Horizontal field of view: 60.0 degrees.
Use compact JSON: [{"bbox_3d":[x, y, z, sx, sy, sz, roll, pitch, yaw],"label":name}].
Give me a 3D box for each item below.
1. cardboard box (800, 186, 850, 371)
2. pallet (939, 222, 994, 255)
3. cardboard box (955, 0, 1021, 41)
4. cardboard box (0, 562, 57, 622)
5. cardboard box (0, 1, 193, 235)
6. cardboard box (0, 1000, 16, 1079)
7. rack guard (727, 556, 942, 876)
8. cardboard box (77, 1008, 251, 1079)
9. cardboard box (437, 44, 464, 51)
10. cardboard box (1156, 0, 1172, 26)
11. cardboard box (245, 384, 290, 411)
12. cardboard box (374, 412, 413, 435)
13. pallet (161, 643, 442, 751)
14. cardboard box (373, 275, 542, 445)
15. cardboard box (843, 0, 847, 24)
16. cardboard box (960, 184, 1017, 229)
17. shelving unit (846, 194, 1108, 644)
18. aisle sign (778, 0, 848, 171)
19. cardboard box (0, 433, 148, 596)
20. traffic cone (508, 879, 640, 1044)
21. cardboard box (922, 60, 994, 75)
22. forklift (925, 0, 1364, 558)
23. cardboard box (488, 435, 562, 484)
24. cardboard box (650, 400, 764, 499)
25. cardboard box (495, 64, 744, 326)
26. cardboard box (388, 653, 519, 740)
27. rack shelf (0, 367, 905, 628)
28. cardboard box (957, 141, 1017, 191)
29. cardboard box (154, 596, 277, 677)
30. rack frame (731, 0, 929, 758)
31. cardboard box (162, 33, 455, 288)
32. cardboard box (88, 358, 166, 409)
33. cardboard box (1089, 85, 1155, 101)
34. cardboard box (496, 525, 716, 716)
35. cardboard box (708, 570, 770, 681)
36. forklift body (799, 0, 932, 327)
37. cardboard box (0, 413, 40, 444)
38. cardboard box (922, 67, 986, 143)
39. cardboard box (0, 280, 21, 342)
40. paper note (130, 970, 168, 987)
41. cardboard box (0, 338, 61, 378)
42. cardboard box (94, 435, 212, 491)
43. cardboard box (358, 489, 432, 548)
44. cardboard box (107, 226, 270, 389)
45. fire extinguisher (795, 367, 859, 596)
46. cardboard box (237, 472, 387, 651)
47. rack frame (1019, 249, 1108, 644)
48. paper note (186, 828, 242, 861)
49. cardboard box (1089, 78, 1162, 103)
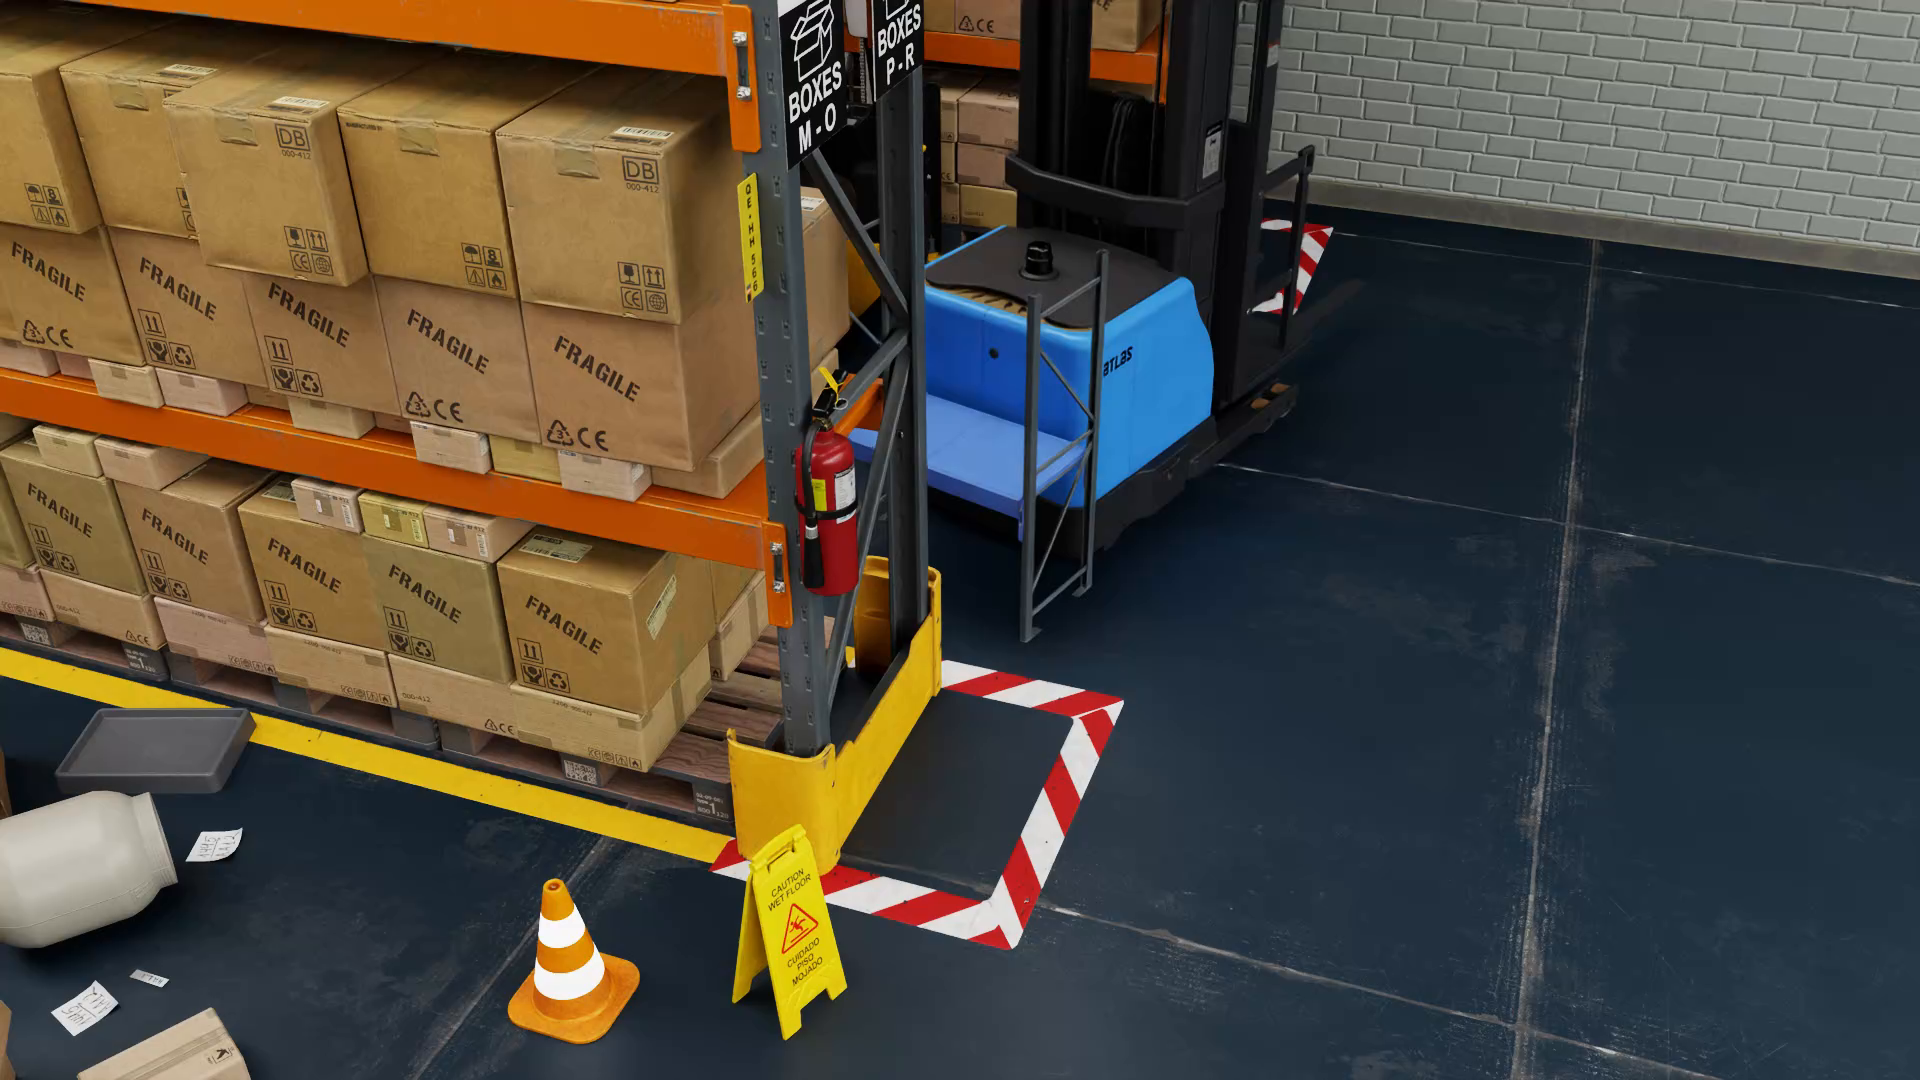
[{"bbox_3d":[-0.692,-0.843,5.423,0.500,0.500,0.500,10,34,16],"label":"cardboard box"},{"bbox_3d":[0.598,-1.930,10.044,1.213,0.211,1.003,11,34,16],"label":"pallet"},{"bbox_3d":[0.294,-3.080,9.163,0.500,0.500,0.500,12,35,18],"label":"cardboard box"},{"bbox_3d":[-3.641,0.045,6.562,0.500,0.250,0.500,9,34,14],"label":"cardboard box"},{"bbox_3d":[-2.827,-1.365,5.310,0.500,0.500,0.700,10,34,15],"label":"cardboard box"},{"bbox_3d":[-2.847,1.573,4.350,0.637,0.503,0.797,-11,35,-17],"label":"cardboard box"},{"bbox_3d":[-0.411,0.589,5.877,0.348,0.500,1.175,11,34,16],"label":"rack guard"},{"bbox_3d":[-2.254,1.542,4.725,0.380,0.149,0.250,-25,40,-33],"label":"cardboard box"},{"bbox_3d":[-2.929,-2.983,10.907,0.625,0.625,0.875,13,35,19],"label":"cardboard box"},{"bbox_3d":[0.959,-3.257,9.437,0.500,0.500,0.500,12,35,18],"label":"cardboard box"},{"bbox_3d":[-2.196,-0.591,5.631,0.250,0.149,0.380,11,34,16],"label":"cardboard box"},{"bbox_3d":[-1.720,-0.499,5.489,0.250,0.149,0.380,11,35,17],"label":"cardboard box"},{"bbox_3d":[-2.309,0.319,6.561,1.213,0.211,1.003,11,34,16],"label":"pallet"},{"bbox_3d":[-1.413,-0.667,5.151,0.500,0.500,0.500,11,34,17],"label":"cardboard box"},{"bbox_3d":[-0.665,-3.260,9.442,0.500,0.500,0.500,11,35,17],"label":"cardboard box"},{"bbox_3d":[0.318,-2.024,9.768,0.500,0.250,0.500,11,34,16],"label":"cardboard box"},{"bbox_3d":[-0.022,-0.491,6.627,1.048,1.500,0.538,21,38,29],"label":"shelving unit"},{"bbox_3d":[-0.379,-1.380,4.226,0.004,0.787,0.394,11,34,16],"label":"aisle sign"},{"bbox_3d":[-3.133,-0.178,6.217,0.500,0.500,0.500,12,35,18],"label":"cardboard box"},{"bbox_3d":[-1.180,1.198,4.967,0.334,0.463,0.336,11,34,16],"label":"traffic cone"},{"bbox_3d":[0.004,-2.795,10.040,0.500,0.250,0.500,11,34,16],"label":"cardboard box"},{"bbox_3d":[1.006,-1.898,7.487,1.130,2.935,3.031,23,39,31],"label":"forklift"},{"bbox_3d":[-1.274,-0.349,5.256,0.250,0.149,0.380,10,34,16],"label":"cardboard box"},{"bbox_3d":[-0.764,-0.301,5.183,0.250,0.149,0.380,12,35,18],"label":"cardboard box"},{"bbox_3d":[-0.894,-1.016,4.771,0.500,0.500,0.700,10,34,15],"label":"cardboard box"},{"bbox_3d":[-1.676,0.422,5.979,0.500,0.250,0.500,11,34,17],"label":"cardboard box"},{"bbox_3d":[-2.222,-0.511,5.940,4.000,0.370,1.077,11,34,16],"label":"rack shelf"},{"bbox_3d":[0.299,-2.241,9.642,0.500,0.250,0.500,11,34,16],"label":"cardboard box"},{"bbox_3d":[-2.634,0.233,6.272,0.500,0.250,0.500,11,34,16],"label":"cardboard box"},{"bbox_3d":[-0.340,-0.447,5.178,0.127,3.000,1.000,11,34,16],"label":"rack frame"},{"bbox_3d":[-1.883,-1.154,4.983,0.500,0.500,0.700,11,34,16],"label":"cardboard box"},{"bbox_3d":[-2.716,-0.614,5.666,0.250,0.149,0.380,11,34,17],"label":"cardboard box"},{"bbox_3d":[0.793,-2.349,9.349,0.500,0.250,0.500,12,35,18],"label":"cardboard box"},{"bbox_3d":[-1.182,0.203,5.627,0.500,0.500,0.500,11,35,17],"label":"cardboard box"},{"bbox_3d":[-1.006,0.242,6.257,0.500,0.250,0.500,11,34,16],"label":"cardboard box"},{"bbox_3d":[-1.069,-2.042,8.429,1.214,2.155,2.313,11,34,16],"label":"forklift body"},{"bbox_3d":[-3.543,-0.489,6.100,0.250,0.149,0.380,11,35,17],"label":"cardboard box"},{"bbox_3d":[-0.168,-2.527,9.624,0.500,0.250,0.500,11,35,17],"label":"cardboard box"},{"bbox_3d":[-3.304,-1.044,5.734,0.500,0.500,0.500,11,34,16],"label":"cardboard box"},{"bbox_3d":[-2.507,1.355,5.142,0.123,0.001,0.032,11,34,16],"label":"paper note"},{"bbox_3d":[-3.180,-0.737,5.857,0.250,0.149,0.380,12,35,18],"label":"cardboard box"},{"bbox_3d":[-2.804,-0.348,5.882,0.250,0.149,0.380,13,35,19],"label":"cardboard box"},{"bbox_3d":[-1.785,-0.150,5.576,0.250,0.149,0.380,12,35,17],"label":"cardboard box"},{"bbox_3d":[-2.354,-0.863,5.454,0.500,0.500,0.500,11,35,17],"label":"cardboard box"},{"bbox_3d":[-0.387,-0.159,4.802,0.183,0.674,0.296,11,34,16],"label":"fire extinguisher"},{"bbox_3d":[-2.147,0.013,5.921,0.500,0.500,0.500,10,34,15],"label":"cardboard box"},{"bbox_3d":[0.393,-0.332,6.381,0.032,1.500,0.500,21,38,29],"label":"rack frame"},{"bbox_3d":[-2.521,1.030,5.627,0.148,0.019,0.142,0,33,0],"label":"paper note"},{"bbox_3d":[0.943,-2.609,9.751,0.500,0.250,0.500,10,34,16],"label":"cardboard box"}]
